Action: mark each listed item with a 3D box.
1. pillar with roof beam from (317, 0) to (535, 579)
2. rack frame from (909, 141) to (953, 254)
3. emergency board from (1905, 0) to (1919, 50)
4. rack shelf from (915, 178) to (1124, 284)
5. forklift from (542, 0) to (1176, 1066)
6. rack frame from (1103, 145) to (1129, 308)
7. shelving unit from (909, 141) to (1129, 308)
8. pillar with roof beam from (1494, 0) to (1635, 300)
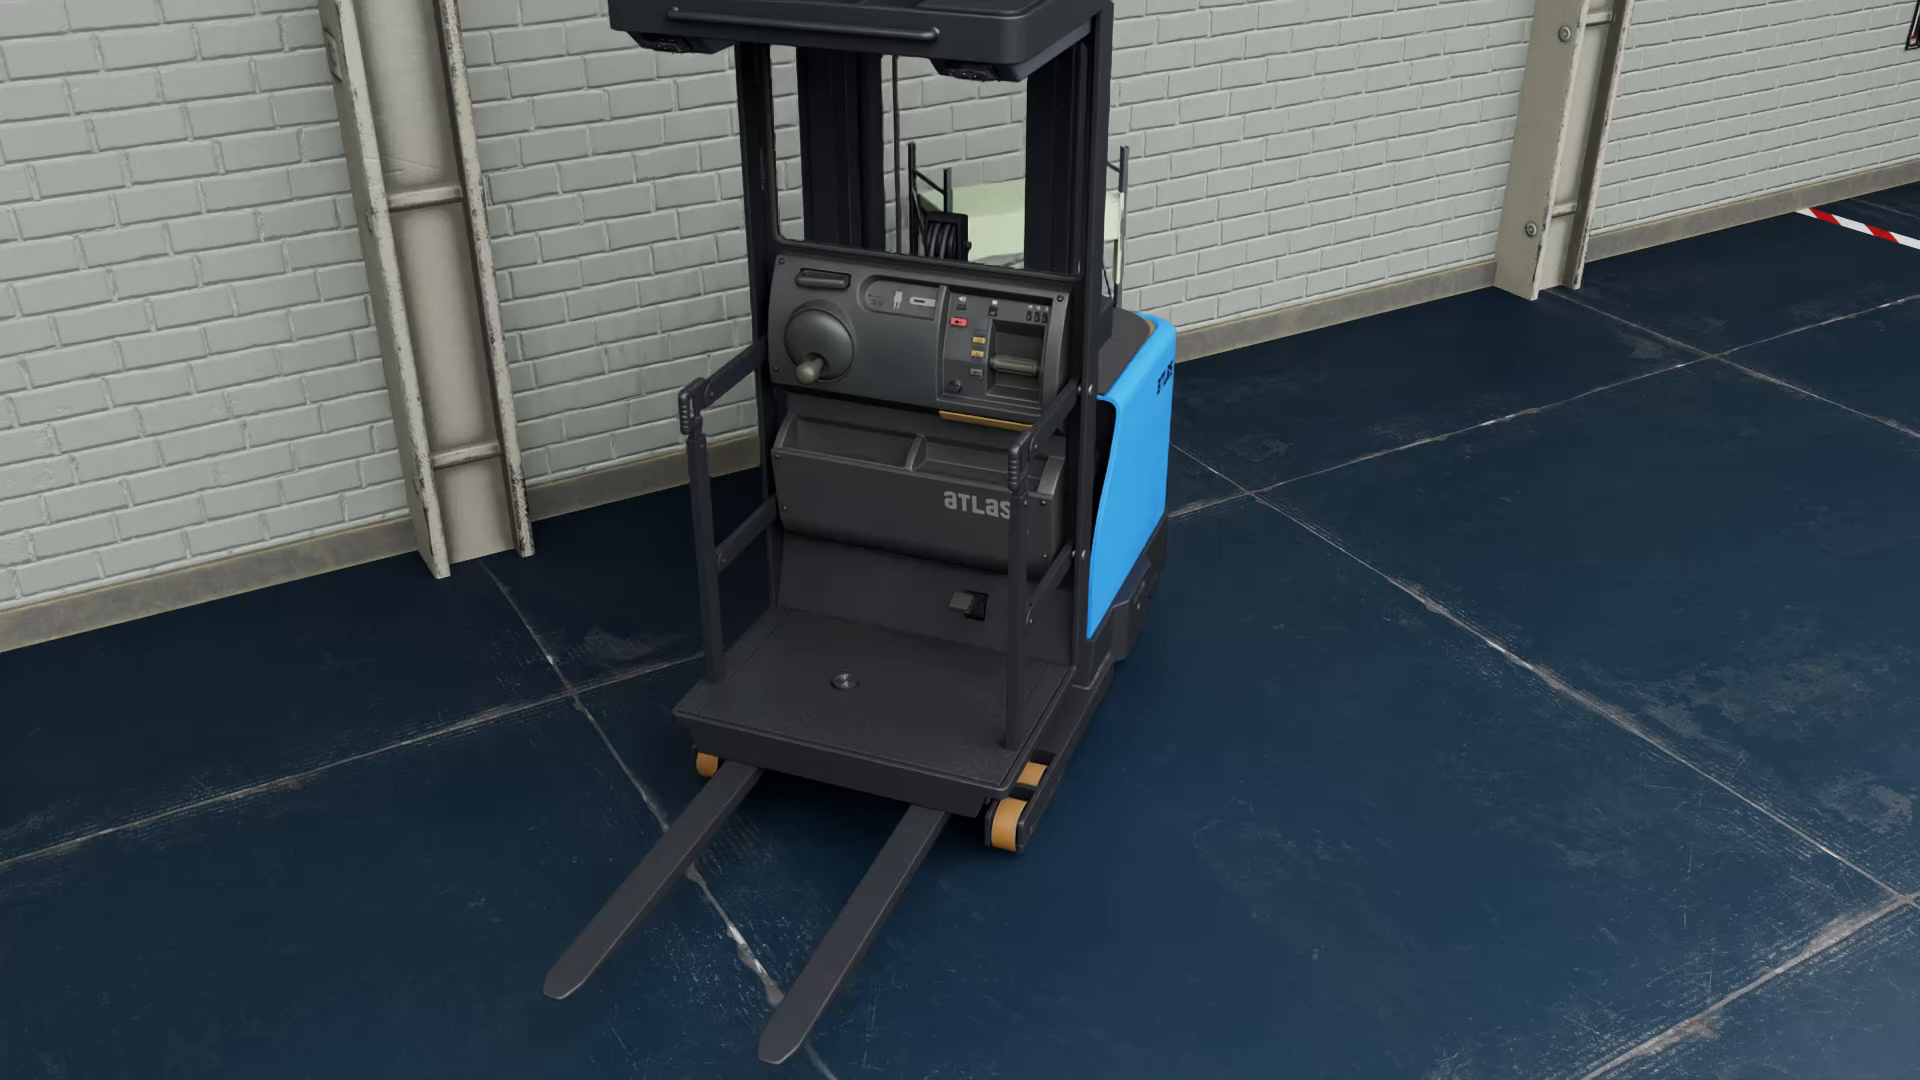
[{"bbox_3d":[0.236,-2.106,1.253,0.400,9.000,9.100,-16,33,-26],"label":"pillar with roof beam"},{"bbox_3d":[-0.113,-0.799,6.646,0.023,1.500,0.400,-11,31,-20],"label":"rack frame"},{"bbox_3d":[6.234,-3.627,10.218,0.626,1.169,0.157,-16,33,-26],"label":"emergency board"},{"bbox_3d":[0.225,-1.209,6.580,0.720,0.370,0.431,-11,31,-20],"label":"rack shelf"},{"bbox_3d":[-0.208,-0.566,4.742,1.130,2.935,3.031,10,31,18],"label":"forklift"},{"bbox_3d":[0.563,-0.935,6.891,0.023,1.500,0.400,-11,31,-20],"label":"rack frame"},{"bbox_3d":[0.225,-0.867,6.769,0.755,1.500,0.431,-11,31,-20],"label":"shelving unit"},{"bbox_3d":[5.409,-3.575,3.915,0.400,9.000,9.100,-16,33,-26],"label":"pillar with roof beam"}]
